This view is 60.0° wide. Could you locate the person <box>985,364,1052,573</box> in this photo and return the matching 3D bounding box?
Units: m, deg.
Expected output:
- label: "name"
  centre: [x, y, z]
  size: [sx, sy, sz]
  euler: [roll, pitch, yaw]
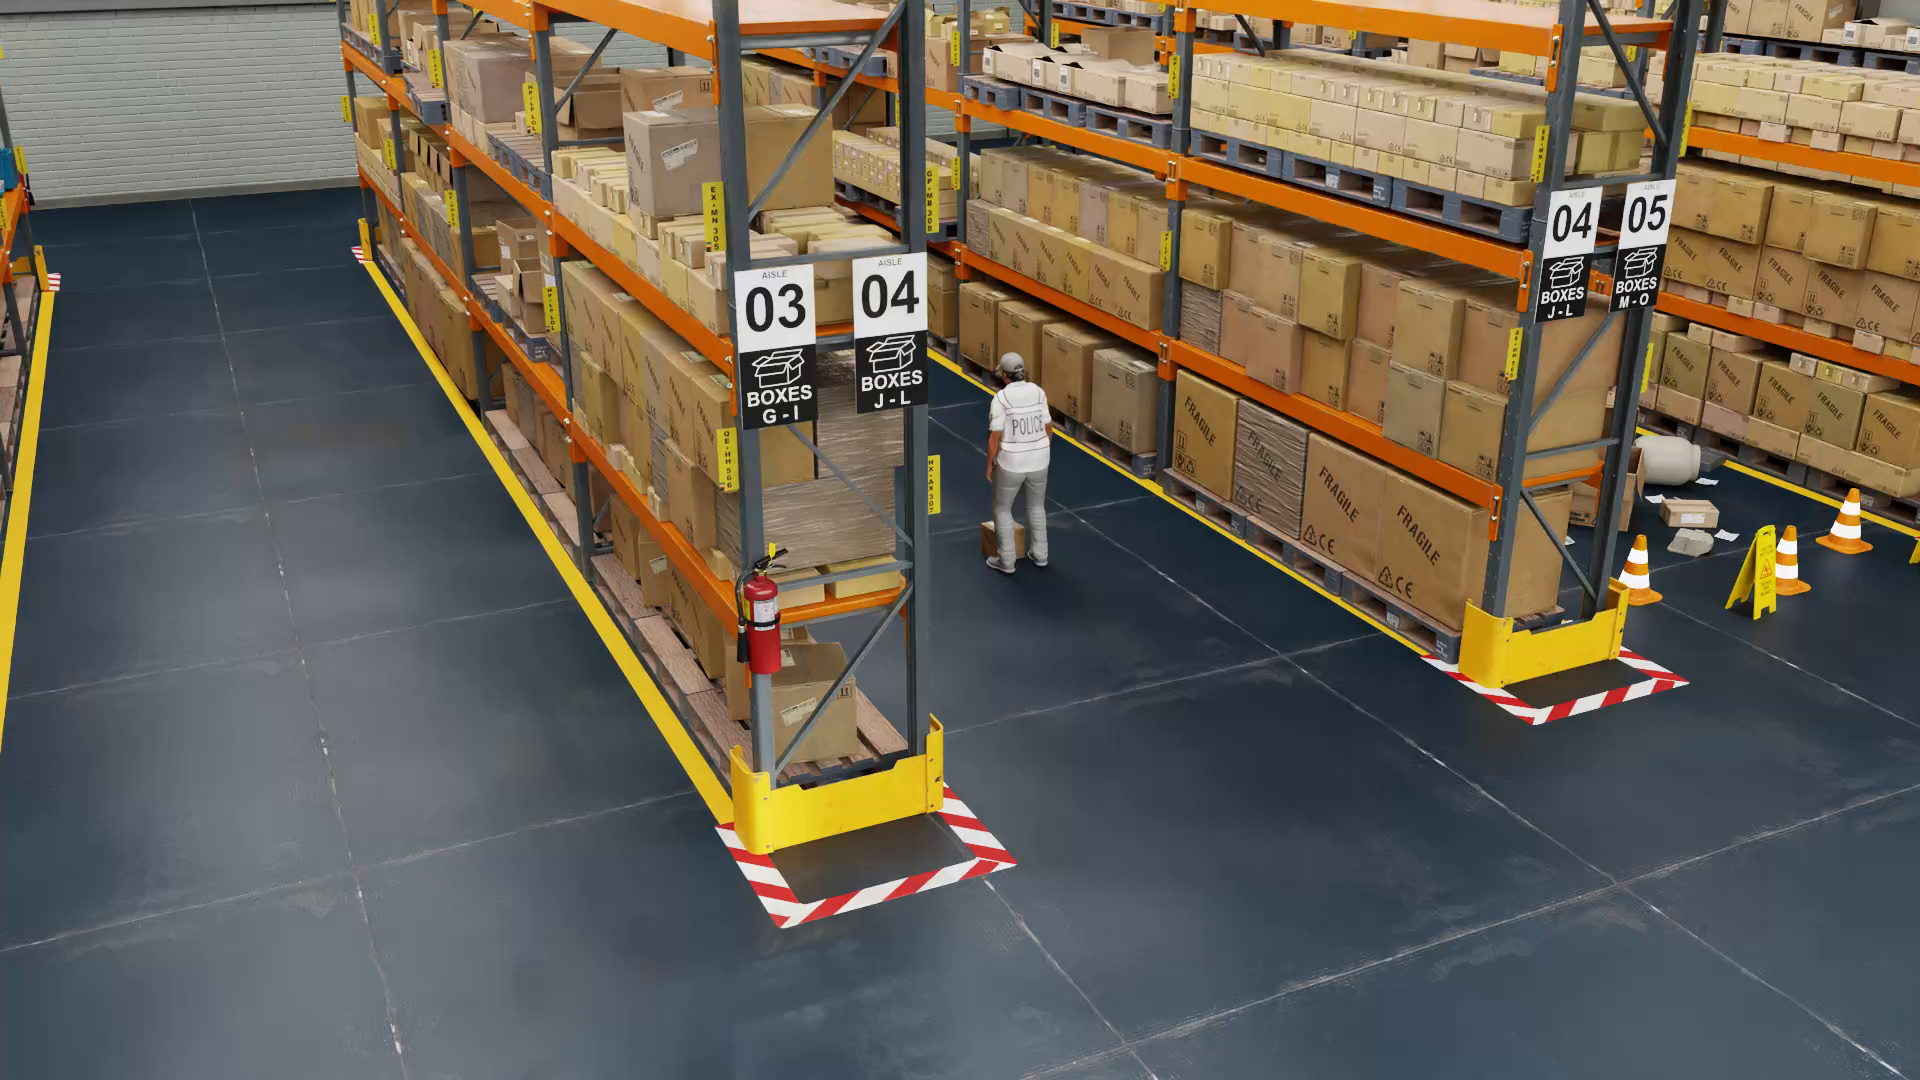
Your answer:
- label: "person"
  centre: [0.449, -0.560, 12.373]
  size: [0.544, 1.652, 0.395]
  euler: [-11, 25, -24]
